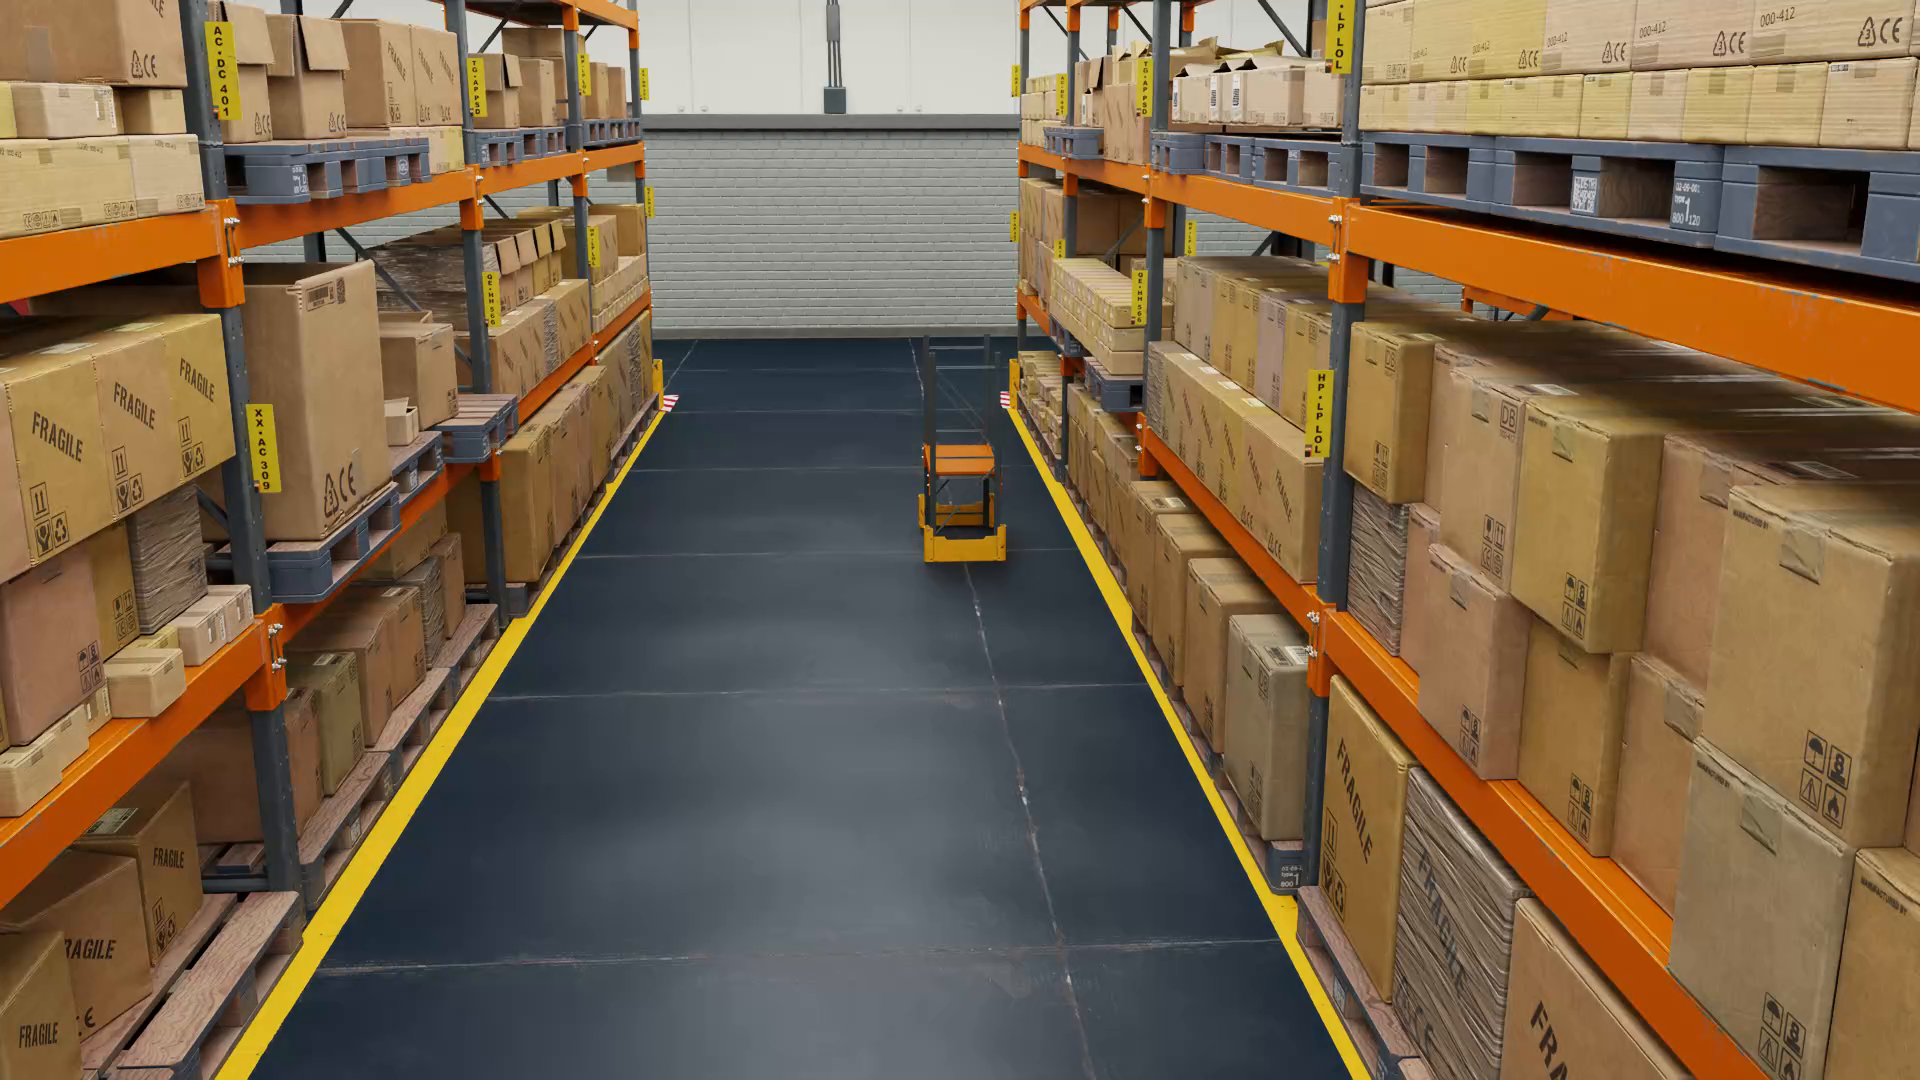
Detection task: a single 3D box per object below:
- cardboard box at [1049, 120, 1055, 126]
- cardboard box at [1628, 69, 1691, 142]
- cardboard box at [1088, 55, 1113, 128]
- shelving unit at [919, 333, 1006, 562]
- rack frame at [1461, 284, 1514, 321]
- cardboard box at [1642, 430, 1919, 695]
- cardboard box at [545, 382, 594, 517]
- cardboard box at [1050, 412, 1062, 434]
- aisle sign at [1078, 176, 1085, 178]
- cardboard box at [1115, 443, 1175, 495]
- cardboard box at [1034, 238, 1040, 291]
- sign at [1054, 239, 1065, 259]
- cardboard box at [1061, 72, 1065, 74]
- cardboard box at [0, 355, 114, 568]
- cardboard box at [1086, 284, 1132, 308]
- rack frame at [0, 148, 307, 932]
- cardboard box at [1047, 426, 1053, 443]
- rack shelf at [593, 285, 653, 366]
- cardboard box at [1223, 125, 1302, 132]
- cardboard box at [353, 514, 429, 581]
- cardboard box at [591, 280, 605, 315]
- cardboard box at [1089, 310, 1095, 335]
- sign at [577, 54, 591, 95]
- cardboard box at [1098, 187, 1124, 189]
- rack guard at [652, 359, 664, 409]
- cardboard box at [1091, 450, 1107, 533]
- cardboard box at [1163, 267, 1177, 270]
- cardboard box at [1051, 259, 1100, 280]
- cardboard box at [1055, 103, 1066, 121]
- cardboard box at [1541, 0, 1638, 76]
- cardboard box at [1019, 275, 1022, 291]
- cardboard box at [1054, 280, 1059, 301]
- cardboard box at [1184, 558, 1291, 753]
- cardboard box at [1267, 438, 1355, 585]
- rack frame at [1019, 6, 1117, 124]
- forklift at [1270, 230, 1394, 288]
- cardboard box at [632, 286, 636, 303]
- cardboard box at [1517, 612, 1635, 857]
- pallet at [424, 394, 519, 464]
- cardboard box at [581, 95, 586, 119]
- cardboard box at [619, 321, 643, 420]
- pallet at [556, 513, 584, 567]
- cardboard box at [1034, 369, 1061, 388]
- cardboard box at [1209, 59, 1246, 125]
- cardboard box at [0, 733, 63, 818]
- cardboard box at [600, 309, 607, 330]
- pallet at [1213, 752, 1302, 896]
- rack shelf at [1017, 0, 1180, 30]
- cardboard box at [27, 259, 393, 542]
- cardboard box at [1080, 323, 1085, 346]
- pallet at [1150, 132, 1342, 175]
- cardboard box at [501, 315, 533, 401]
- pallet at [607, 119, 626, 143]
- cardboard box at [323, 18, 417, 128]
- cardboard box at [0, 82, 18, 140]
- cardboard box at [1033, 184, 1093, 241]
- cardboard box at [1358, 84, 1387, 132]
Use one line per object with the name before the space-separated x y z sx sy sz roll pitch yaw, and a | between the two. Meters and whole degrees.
cardboard box | 1.058 -3.566 14.649 0.500 0.250 0.500 -1 14 -4
cardboard box | 1.684 -0.936 3.586 0.380 0.149 0.250 -1 14 -3
cardboard box | 1.342 -3.264 12.123 0.797 0.503 0.637 -1 14 -4
shelving unit | 0.005 -0.707 12.266 0.587 1.500 1.083 -1 14 -3
rack frame | 6.064 -3.041 18.324 1.000 3.000 0.127 -1 14 -3
cardboard box | 2.111 0.075 3.747 0.875 0.550 0.550 -1 14 -3
cardboard box | -3.463 -0.686 12.594 1.225 0.875 0.875 -1 14 -5
cardboard box | 1.012 -1.051 14.875 0.380 0.149 0.250 -2 15 -6
aisle sign | 1.425 -4.221 17.694 0.394 0.787 0.004 -1 14 -3
cardboard box | 1.321 -0.471 11.007 0.500 0.250 0.500 -1 14 -5
cardboard box | 0.996 -2.634 15.947 0.500 0.500 0.500 -1 14 -5
sign | 0.836 -2.353 13.915 0.100 0.325 0.005 -1 14 -3
cardboard box | 1.059 -3.899 14.137 0.380 0.149 0.250 -1 14 -2
cardboard box | -2.719 -0.223 4.571 0.500 0.500 0.500 -1 14 -3
cardboard box | 1.079 -1.688 11.535 0.380 0.149 0.250 -1 14 -3
rack frame | -3.084 0.097 6.130 1.000 3.000 0.127 -1 14 -3
cardboard box | 1.000 -0.990 15.232 0.380 0.149 0.250 -1 14 -5
rack shelf | -3.703 -2.042 15.886 1.077 0.370 4.000 -1 14 -3
cardboard box | 1.856 -2.597 10.378 0.500 0.500 0.500 -1 14 -3
cardboard box | -3.217 0.034 9.002 0.500 0.250 0.500 1 14 3
cardboard box | -3.347 -2.085 14.314 0.500 0.250 0.500 -1 14 -4
cardboard box | 1.088 -1.485 11.342 0.380 0.149 0.250 -1 14 -3
sign | -3.038 -3.759 13.427 0.100 0.325 0.005 -1 14 -3
cardboard box | 1.545 -2.991 15.329 0.500 0.500 0.500 -1 14 -3
rack guard | -3.828 -1.683 18.064 1.175 0.500 0.348 -1 14 -3
cardboard box | 1.246 -0.362 12.088 0.500 0.500 0.500 -2 15 -6
cardboard box | 1.645 -2.021 12.828 0.380 0.149 0.250 -1 14 -4
cardboard box | 0.943 -2.209 13.559 0.380 0.149 0.250 0 14 -1
cardboard box | 1.095 -3.677 14.076 0.500 0.250 0.500 -2 15 -6
cardboard box | 1.721 -1.228 3.919 0.500 0.250 0.500 -1 14 -3
cardboard box | 0.823 -2.732 17.628 0.380 0.149 0.250 -1 14 -4
cardboard box | 0.961 -2.000 13.346 0.380 0.149 0.250 -1 14 -5
cardboard box | 1.689 0.539 8.085 1.050 0.750 0.750 -1 14 -3
cardboard box | 1.574 -0.129 6.806 0.500 0.500 0.500 -1 14 -4
rack frame | 1.130 -5.844 17.182 1.000 3.000 0.127 -1 14 -3
forklift | 3.261 -1.965 14.283 1.130 2.935 3.031 -2 15 -6
cardboard box | -3.412 -2.428 16.449 0.380 0.149 0.250 -1 14 -5
cardboard box | 2.013 0.467 4.390 0.875 0.550 0.500 -1 14 -3
pallet | -3.181 -0.629 9.338 1.213 0.211 1.003 -1 14 -3
cardboard box | -3.716 -3.973 14.685 0.700 0.500 0.500 0 14 -1
cardboard box | -3.651 -1.678 16.448 0.875 0.875 0.875 -1 14 -3
pallet | -3.377 -0.047 12.287 1.003 0.211 1.213 -1 14 -3
cardboard box | 0.924 -1.587 16.360 0.380 0.149 0.250 -1 14 -3
cardboard box | 1.514 -2.175 8.075 0.500 0.311 0.500 -1 14 -4
cardboard box | -2.699 0.641 4.520 0.380 0.149 0.250 -1 14 -3
cardboard box | -3.282 -1.915 14.454 0.380 0.149 0.250 -1 14 -5
pallet | 1.750 1.205 7.419 1.003 0.211 1.213 -1 14 -3
rack shelf | 1.254 -4.997 15.339 1.077 0.370 4.000 -1 14 -3
cardboard box | -2.993 -0.597 6.779 1.000 1.000 1.000 -1 14 -3
cardboard box | 1.062 -1.466 11.865 0.380 0.149 0.250 0 14 -2
pallet | 1.718 -2.151 9.227 1.213 0.211 1.003 0 14 -1
cardboard box | -3.124 -1.200 10.969 0.500 0.500 0.500 -1 14 -5
pallet | -3.692 -3.809 15.468 1.003 0.211 1.213 -1 14 -3
cardboard box | -2.994 -2.276 8.127 0.500 0.500 0.500 -1 14 -2
cardboard box | -2.763 -1.137 4.408 0.380 0.149 0.250 0 14 -1
cardboard box | 0.975 -3.118 15.821 0.500 0.500 0.500 -1 14 -5
cardboard box | 1.556 -1.442 5.551 0.380 0.149 0.250 -1 14 -4
